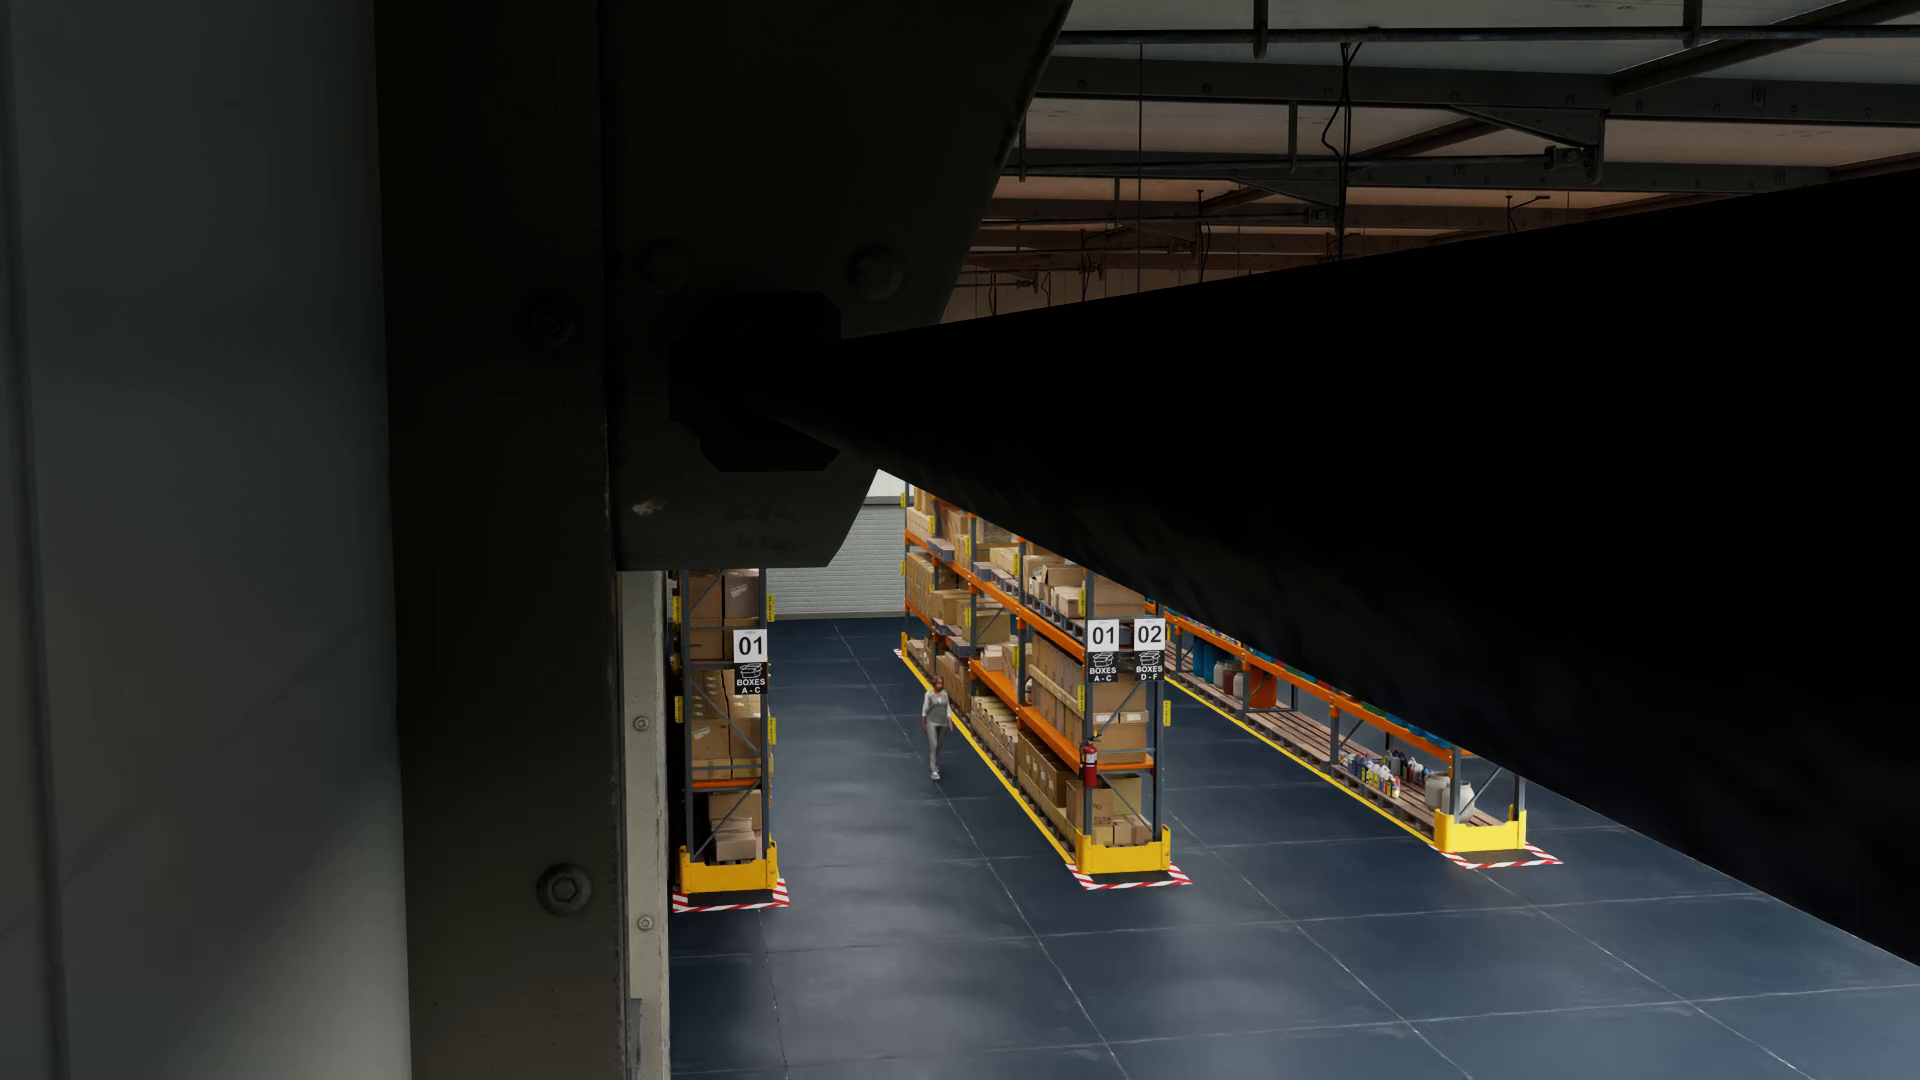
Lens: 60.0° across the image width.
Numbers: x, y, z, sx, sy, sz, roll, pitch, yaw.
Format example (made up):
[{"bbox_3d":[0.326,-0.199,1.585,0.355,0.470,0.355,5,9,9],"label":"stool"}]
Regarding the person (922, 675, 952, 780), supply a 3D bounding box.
[{"bbox_3d":[-0.342,2.875,25.733,0.457,1.567,0.805,-3,7,-26],"label":"person"}]
